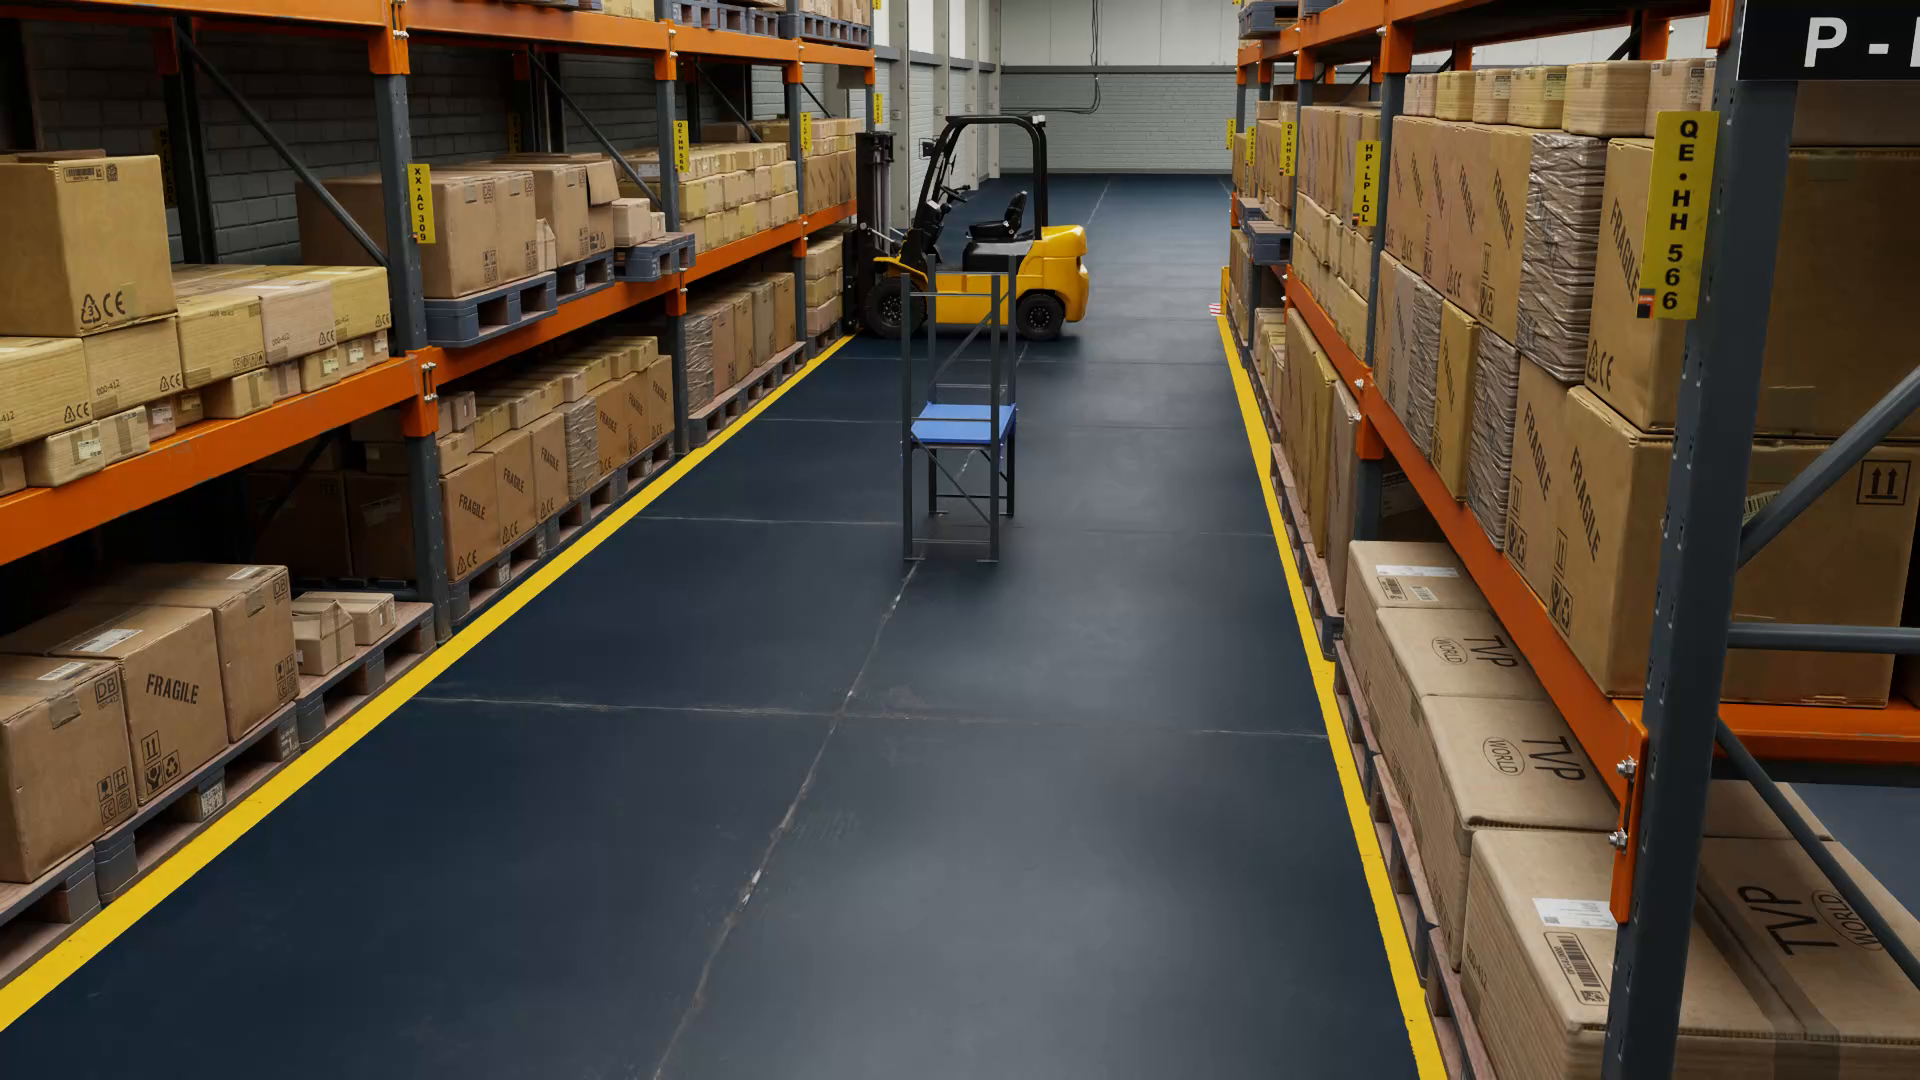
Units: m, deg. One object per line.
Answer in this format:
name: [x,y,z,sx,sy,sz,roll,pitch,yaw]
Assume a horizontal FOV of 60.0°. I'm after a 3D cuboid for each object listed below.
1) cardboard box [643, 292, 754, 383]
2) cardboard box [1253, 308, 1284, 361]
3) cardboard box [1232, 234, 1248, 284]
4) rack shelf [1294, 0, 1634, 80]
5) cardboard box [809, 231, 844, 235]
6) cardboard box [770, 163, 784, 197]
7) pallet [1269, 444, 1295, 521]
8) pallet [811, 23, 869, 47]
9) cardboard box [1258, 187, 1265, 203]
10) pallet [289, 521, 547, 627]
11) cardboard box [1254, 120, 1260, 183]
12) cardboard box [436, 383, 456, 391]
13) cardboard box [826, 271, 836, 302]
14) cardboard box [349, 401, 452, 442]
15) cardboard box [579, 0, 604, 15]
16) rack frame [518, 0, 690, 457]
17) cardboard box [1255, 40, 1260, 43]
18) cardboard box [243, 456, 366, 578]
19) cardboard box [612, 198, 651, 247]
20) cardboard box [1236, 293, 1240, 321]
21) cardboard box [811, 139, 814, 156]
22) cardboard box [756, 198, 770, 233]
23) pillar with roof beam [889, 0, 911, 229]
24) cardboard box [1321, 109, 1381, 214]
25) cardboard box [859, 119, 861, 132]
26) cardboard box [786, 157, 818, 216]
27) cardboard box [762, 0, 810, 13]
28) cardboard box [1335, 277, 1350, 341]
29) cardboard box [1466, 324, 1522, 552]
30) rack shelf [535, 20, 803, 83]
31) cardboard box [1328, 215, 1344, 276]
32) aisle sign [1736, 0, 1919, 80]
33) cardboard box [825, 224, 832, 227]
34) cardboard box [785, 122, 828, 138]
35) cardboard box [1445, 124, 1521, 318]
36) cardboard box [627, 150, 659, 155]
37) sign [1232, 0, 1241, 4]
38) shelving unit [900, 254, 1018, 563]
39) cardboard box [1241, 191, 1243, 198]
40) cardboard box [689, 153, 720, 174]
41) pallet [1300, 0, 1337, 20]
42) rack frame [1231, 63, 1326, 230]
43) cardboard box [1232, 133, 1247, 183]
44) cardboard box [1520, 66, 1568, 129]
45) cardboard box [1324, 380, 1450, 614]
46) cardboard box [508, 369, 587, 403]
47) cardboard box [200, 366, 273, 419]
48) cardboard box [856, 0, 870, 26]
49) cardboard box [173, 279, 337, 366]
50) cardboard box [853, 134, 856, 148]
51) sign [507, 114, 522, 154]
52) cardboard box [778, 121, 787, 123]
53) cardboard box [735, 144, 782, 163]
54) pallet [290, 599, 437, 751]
cardboard box: [-2.122,-1.604,13.091,0.875,0.625,0.625,1,15,4]
cardboard box: [2.979,-1.732,14.050,0.950,0.372,0.625,2,15,7]
cardboard box: [3.065,-2.866,17.039,0.500,0.500,0.500,1,15,4]
rack shelf: [2.359,-2.478,8.212,1.077,0.370,4.000,2,15,6]
cardboard box: [-1.286,-3.082,17.361,0.500,0.250,0.500,2,15,7]
cardboard box: [-1.749,-2.979,13.763,0.500,0.250,0.500,1,15,5]
pallet: [2.421,-0.348,10.044,1.003,0.211,1.213,2,15,6]
pallet: [-1.551,-5.339,17.583,1.003,0.211,1.213,2,15,6]
cardboard box: [2.623,-2.817,13.509,0.380,0.149,0.250,2,15,7]
pallet: [-2.745,0.130,8.277,1.003,0.211,1.213,2,15,6]
cardboard box: [2.698,-3.215,13.740,0.500,0.500,0.500,2,15,8]
cardboard box: [-2.941,-0.754,8.946,0.380,0.149,0.250,2,15,7]
cardboard box: [-1.480,-2.443,15.955,0.500,0.250,0.500,2,15,6]
cardboard box: [-2.555,-0.544,7.598,0.380,0.149,0.250,1,15,5]
cardboard box: [-2.277,-3.017,9.113,0.500,0.250,0.500,2,15,6]
rack frame: [-2.348,-2.042,10.965,1.000,3.000,0.127,2,15,6]
cardboard box: [2.899,-4.618,15.228,0.380,0.149,0.250,2,15,8]
cardboard box: [-3.038,-0.136,7.903,0.500,0.500,0.500,2,15,6]
cardboard box: [-2.145,-1.889,9.883,0.500,0.250,0.500,1,15,4]
cardboard box: [2.948,-2.240,16.165,0.500,0.250,0.500,2,15,7]
cardboard box: [-1.570,-3.651,15.483,0.380,0.149,0.250,2,15,6]
cardboard box: [-1.831,-2.610,13.354,0.500,0.250,0.500,2,15,7]
pillar with roof beam: [3.212,-9.844,28.327,9.100,9.000,0.400,2,15,6]
cardboard box: [2.105,-1.913,8.383,0.500,0.500,0.500,2,15,7]
cardboard box: [-1.273,-4.457,17.896,0.380,0.149,0.250,2,15,6]
cardboard box: [-1.587,-3.235,15.186,0.500,0.500,0.500,1,15,5]
cardboard box: [-1.544,-4.764,14.773,0.380,0.149,0.250,2,15,7]
cardboard box: [1.992,-1.042,7.557,0.500,0.250,0.500,1,15,5]
cardboard box: [1.593,-0.266,4.208,0.500,0.500,0.500,2,15,8]
rack shelf: [-2.122,-3.661,12.586,1.077,0.370,4.000,2,15,6]
cardboard box: [2.043,-1.414,7.973,0.500,0.250,0.500,2,15,8]
aisle sign: [1.366,-1.067,2.380,0.394,0.787,0.004,2,15,6]
cardboard box: [-1.687,-3.355,18.372,0.500,0.250,0.500,1,15,5]
cardboard box: [-1.473,-3.927,15.933,0.380,0.149,0.250,1,15,5]
cardboard box: [1.647,-0.879,4.560,0.500,0.500,0.500,2,15,6]
cardboard box: [-2.358,-2.892,12.676,0.380,0.149,0.250,2,15,8]
sign: [2.948,-5.857,17.655,0.100,0.325,0.005,2,15,6]
shelving unit: [0.010,-0.746,9.048,0.538,1.500,1.048,2,15,6]
cardboard box: [3.048,-3.503,16.852,0.380,0.149,0.250,2,15,8]
cardboard box: [-1.971,-2.748,12.143,0.380,0.149,0.250,2,15,7]
pallet: [2.565,-3.085,9.438,1.213,0.211,1.003,2,15,9]
rack frame: [3.487,-3.971,18.102,1.000,3.000,0.127,2,15,6]
cardboard box: [3.158,-4.048,17.626,0.500,0.500,0.500,1,15,5]
cardboard box: [1.613,-1.097,4.123,0.380,0.149,0.250,2,15,8]
cardboard box: [2.124,-0.199,7.418,0.875,0.875,0.875,2,15,8]
cardboard box: [-2.329,-0.872,9.382,0.380,0.149,0.250,1,15,4]
cardboard box: [-2.655,-0.522,5.827,0.380,0.149,0.250,1,15,5]
cardboard box: [-1.253,-5.742,17.715,0.500,0.500,0.500,2,15,8]
cardboard box: [-2.656,-0.806,6.112,0.500,0.250,0.500,2,15,6]
cardboard box: [-1.295,-4.247,17.687,0.380,0.149,0.250,2,15,7]
sign: [-2.900,-2.616,10.872,0.100,0.325,0.005,2,15,6]
cardboard box: [-1.925,-4.072,16.469,0.380,0.149,0.250,2,15,8]
cardboard box: [-1.726,-3.278,14.103,0.380,0.149,0.250,1,15,5]
pallet: [-2.878,0.520,6.834,1.003,0.211,1.213,2,15,6]
